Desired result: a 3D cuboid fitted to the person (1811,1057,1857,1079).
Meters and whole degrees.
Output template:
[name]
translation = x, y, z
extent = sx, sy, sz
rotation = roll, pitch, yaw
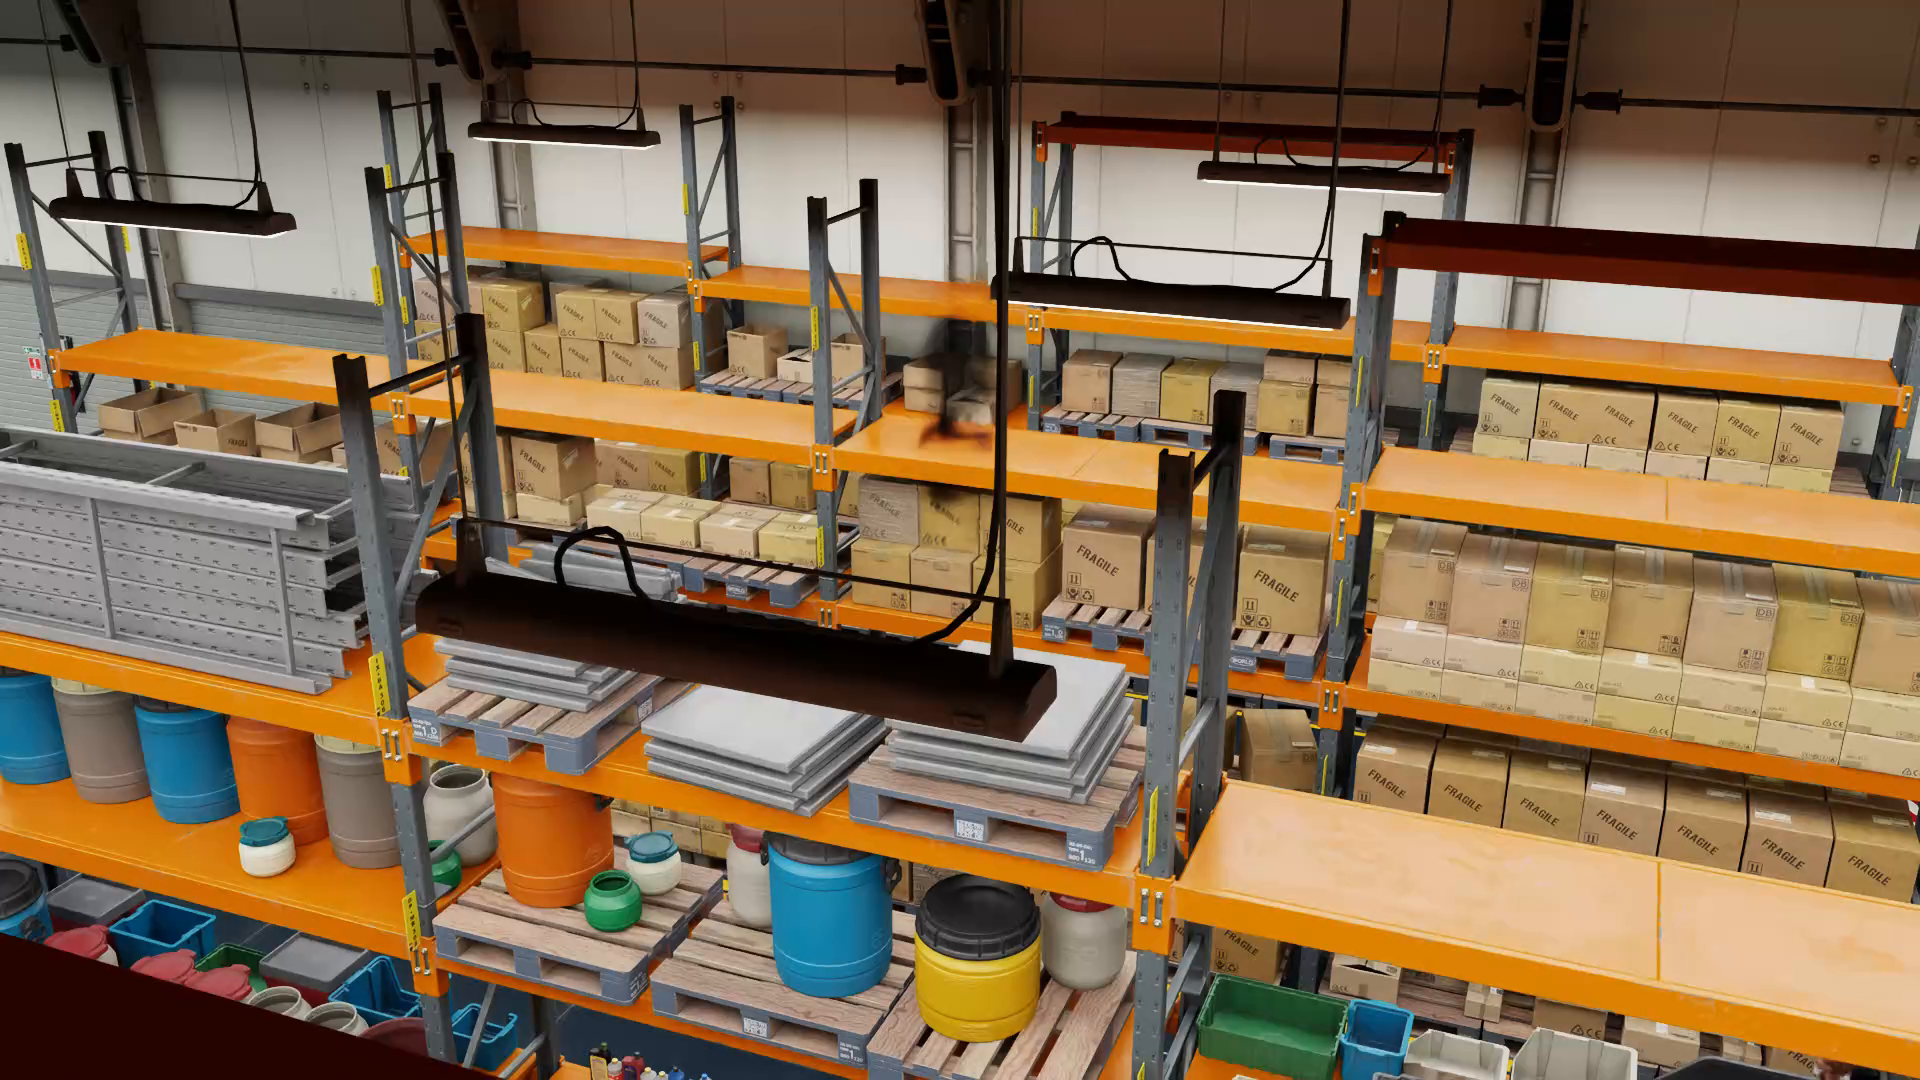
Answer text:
[person]
translation = 5.341, 3.784, 10.265
extent = 0.608, 1.581, 0.525
rotation = 4, 21, 11
